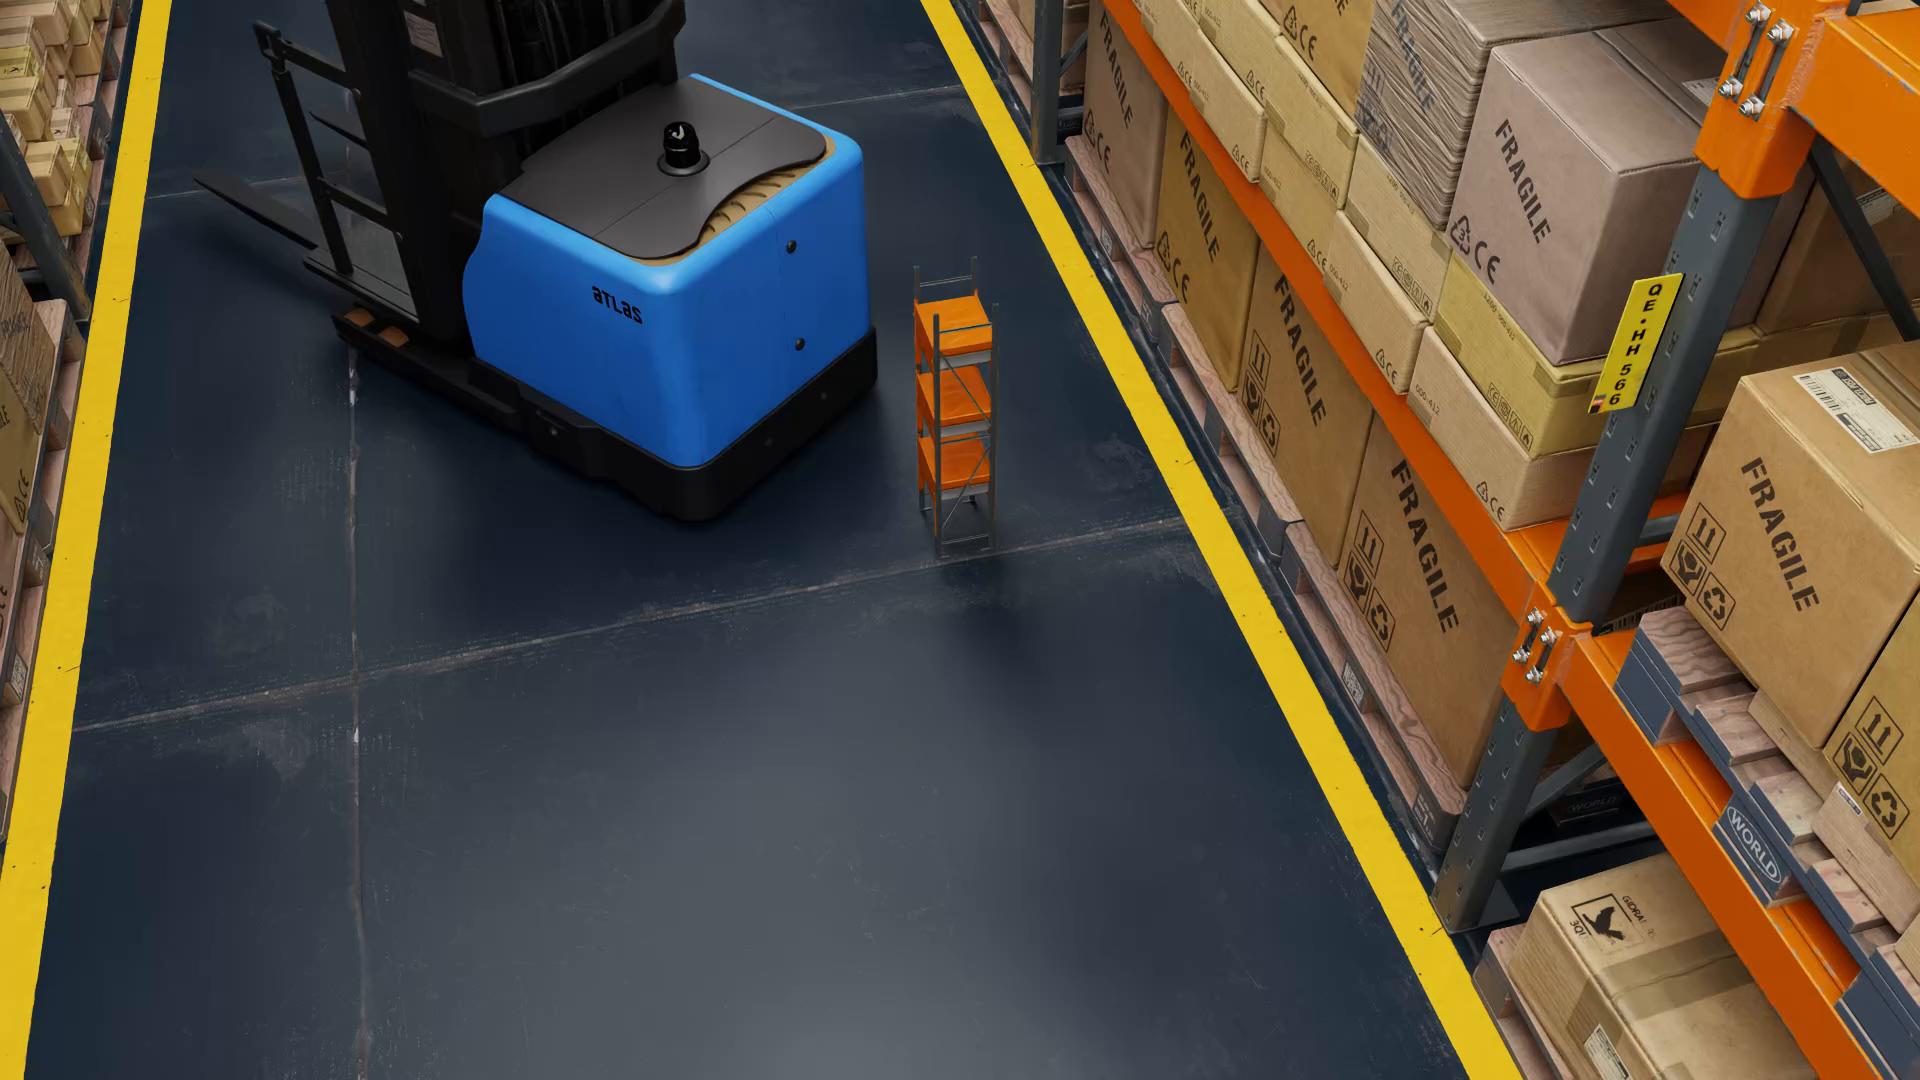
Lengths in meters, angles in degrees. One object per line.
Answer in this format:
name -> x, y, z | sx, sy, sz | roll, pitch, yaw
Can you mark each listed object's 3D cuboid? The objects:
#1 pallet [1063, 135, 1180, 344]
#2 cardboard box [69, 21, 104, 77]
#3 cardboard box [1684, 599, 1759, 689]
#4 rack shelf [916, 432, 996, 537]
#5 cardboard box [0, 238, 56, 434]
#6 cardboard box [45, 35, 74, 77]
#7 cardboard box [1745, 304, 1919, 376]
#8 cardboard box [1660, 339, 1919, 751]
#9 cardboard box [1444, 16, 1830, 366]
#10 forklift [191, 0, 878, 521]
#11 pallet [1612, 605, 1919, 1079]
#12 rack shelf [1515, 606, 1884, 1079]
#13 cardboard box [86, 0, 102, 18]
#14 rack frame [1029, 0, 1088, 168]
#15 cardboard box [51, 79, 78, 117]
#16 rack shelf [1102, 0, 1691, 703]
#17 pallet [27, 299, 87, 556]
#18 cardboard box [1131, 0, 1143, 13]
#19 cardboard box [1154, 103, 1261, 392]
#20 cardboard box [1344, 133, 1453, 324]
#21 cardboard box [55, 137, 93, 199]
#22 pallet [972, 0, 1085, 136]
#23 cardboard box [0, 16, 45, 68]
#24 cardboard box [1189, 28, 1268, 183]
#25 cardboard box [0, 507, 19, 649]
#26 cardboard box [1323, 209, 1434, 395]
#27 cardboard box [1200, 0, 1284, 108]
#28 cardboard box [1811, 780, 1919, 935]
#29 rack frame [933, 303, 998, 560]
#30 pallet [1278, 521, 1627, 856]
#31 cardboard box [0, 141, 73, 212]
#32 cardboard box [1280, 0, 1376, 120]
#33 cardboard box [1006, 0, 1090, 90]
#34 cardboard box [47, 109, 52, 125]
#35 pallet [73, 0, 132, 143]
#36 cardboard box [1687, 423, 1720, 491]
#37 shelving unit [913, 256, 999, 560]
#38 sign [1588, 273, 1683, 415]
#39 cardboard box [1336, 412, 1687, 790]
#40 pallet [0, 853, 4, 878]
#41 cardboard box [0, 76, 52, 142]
pallet -> 1.081, -1.339, 6.914 | 1.003, 0.211, 1.213 | -11, 47, -10
cardboard box -> -4.102, -2.207, 7.514 | 0.380, 0.149, 0.250 | -12, 47, -11
cardboard box -> 1.738, 0.127, 3.407 | 0.380, 0.149, 0.250 | -13, 47, -13
rack shelf -> -0.014, -0.202, 5.617 | 0.215, 0.259, 0.240 | -11, 47, -10
cardboard box -> -3.515, -0.666, 5.759 | 0.500, 0.500, 0.500 | -12, 47, -11
cardboard box -> -4.095, -2.122, 7.223 | 0.380, 0.149, 0.250 | -9, 46, -8
cardboard box -> 1.944, -0.590, 3.983 | 0.500, 0.250, 0.500 | -11, 47, -11
cardboard box -> 1.726, -0.005, 3.083 | 0.500, 0.500, 0.500 | -12, 47, -11
cardboard box -> 1.450, -0.766, 3.631 | 0.500, 0.500, 0.500 | -12, 47, -11
forklift -> -1.797, -1.953, 5.612 | 3.031, 2.935, 1.130 | 28, 52, 25
pallet -> 2.120, 0.467, 3.326 | 1.213, 0.211, 1.003 | -11, 47, -10
rack shelf -> 2.347, 1.560, 2.624 | 1.077, 0.370, 4.000 | -11, 47, -10
cardboard box -> -4.137, -2.483, 7.577 | 0.380, 0.149, 0.250 | -10, 46, -10
rack frame -> 0.811, -2.834, 6.427 | 1.000, 3.000, 0.127 | -11, 47, -10
cardboard box -> -4.026, -1.830, 7.145 | 0.380, 0.149, 0.250 | -12, 47, -11
rack shelf -> 1.323, -1.201, 5.331 | 1.077, 0.370, 4.000 | -11, 47, -10
pallet -> -3.748, -0.346, 5.941 | 1.003, 0.211, 1.213 | -11, 47, -10
cardboard box -> 0.802, -2.072, 5.786 | 0.500, 0.250, 0.500 | -12, 47, -11
cardboard box -> 1.286, -1.202, 6.021 | 0.875, 0.875, 0.875 | -9, 46, -9
cardboard box -> 1.330, -0.836, 4.224 | 0.500, 0.250, 0.500 | -12, 47, -11
cardboard box -> -3.799, -1.502, 6.824 | 0.380, 0.149, 0.250 | -9, 46, -9
pallet -> 0.692, -2.397, 7.951 | 1.003, 0.211, 1.213 | -11, 47, -10
cardboard box -> -4.051, -2.035, 6.929 | 0.380, 0.149, 0.250 | -12, 47, -11
cardboard box -> 1.037, -1.369, 5.096 | 0.500, 0.250, 0.500 | -11, 47, -11
cardboard box -> -3.257, 0.043, 5.064 | 0.500, 0.500, 0.500 | -12, 47, -11
cardboard box -> 1.308, -0.671, 4.413 | 0.500, 0.250, 0.500 | -10, 46, -10
cardboard box -> 1.046, -1.544, 4.918 | 0.500, 0.250, 0.500 | -12, 47, -12
cardboard box -> 1.804, 0.526, 3.016 | 0.380, 0.149, 0.250 | -14, 47, -13
rack frame -> 0.018, -0.320, 5.329 | 0.200, 1.050, 0.008 | -11, 47, -10
pallet -> 1.706, 0.346, 5.263 | 1.003, 0.211, 1.213 | -11, 47, -10
cardboard box -> -3.732, -1.421, 6.536 | 0.380, 0.149, 0.250 | -9, 46, -8
cardboard box -> 1.190, -1.463, 4.314 | 0.500, 0.500, 0.500 | -11, 47, -10
cardboard box -> 0.754, -2.537, 7.636 | 0.875, 0.438, 0.875 | -11, 47, -11
cardboard box -> -3.981, -1.741, 6.850 | 0.380, 0.149, 0.250 | -11, 47, -11
pallet -> -4.470, -2.184, 7.743 | 1.003, 0.211, 1.213 | -11, 47, -10
cardboard box -> 1.953, -0.404, 4.150 | 0.500, 0.250, 0.500 | -11, 47, -11
shelving unit -> -0.014, -0.404, 5.411 | 0.215, 1.050, 0.252 | -11, 47, -10
sign -> 1.299, -0.374, 3.205 | 0.100, 0.325, 0.005 | -11, 47, -10
cardboard box -> 1.738, 0.032, 4.812 | 0.875, 0.875, 0.875 | -11, 47, -11
pallet -> -3.123, 1.339, 4.290 | 1.003, 0.211, 1.213 | -11, 47, -10
cardboard box -> -3.850, -1.693, 6.595 | 0.380, 0.149, 0.250 | -9, 46, -8
